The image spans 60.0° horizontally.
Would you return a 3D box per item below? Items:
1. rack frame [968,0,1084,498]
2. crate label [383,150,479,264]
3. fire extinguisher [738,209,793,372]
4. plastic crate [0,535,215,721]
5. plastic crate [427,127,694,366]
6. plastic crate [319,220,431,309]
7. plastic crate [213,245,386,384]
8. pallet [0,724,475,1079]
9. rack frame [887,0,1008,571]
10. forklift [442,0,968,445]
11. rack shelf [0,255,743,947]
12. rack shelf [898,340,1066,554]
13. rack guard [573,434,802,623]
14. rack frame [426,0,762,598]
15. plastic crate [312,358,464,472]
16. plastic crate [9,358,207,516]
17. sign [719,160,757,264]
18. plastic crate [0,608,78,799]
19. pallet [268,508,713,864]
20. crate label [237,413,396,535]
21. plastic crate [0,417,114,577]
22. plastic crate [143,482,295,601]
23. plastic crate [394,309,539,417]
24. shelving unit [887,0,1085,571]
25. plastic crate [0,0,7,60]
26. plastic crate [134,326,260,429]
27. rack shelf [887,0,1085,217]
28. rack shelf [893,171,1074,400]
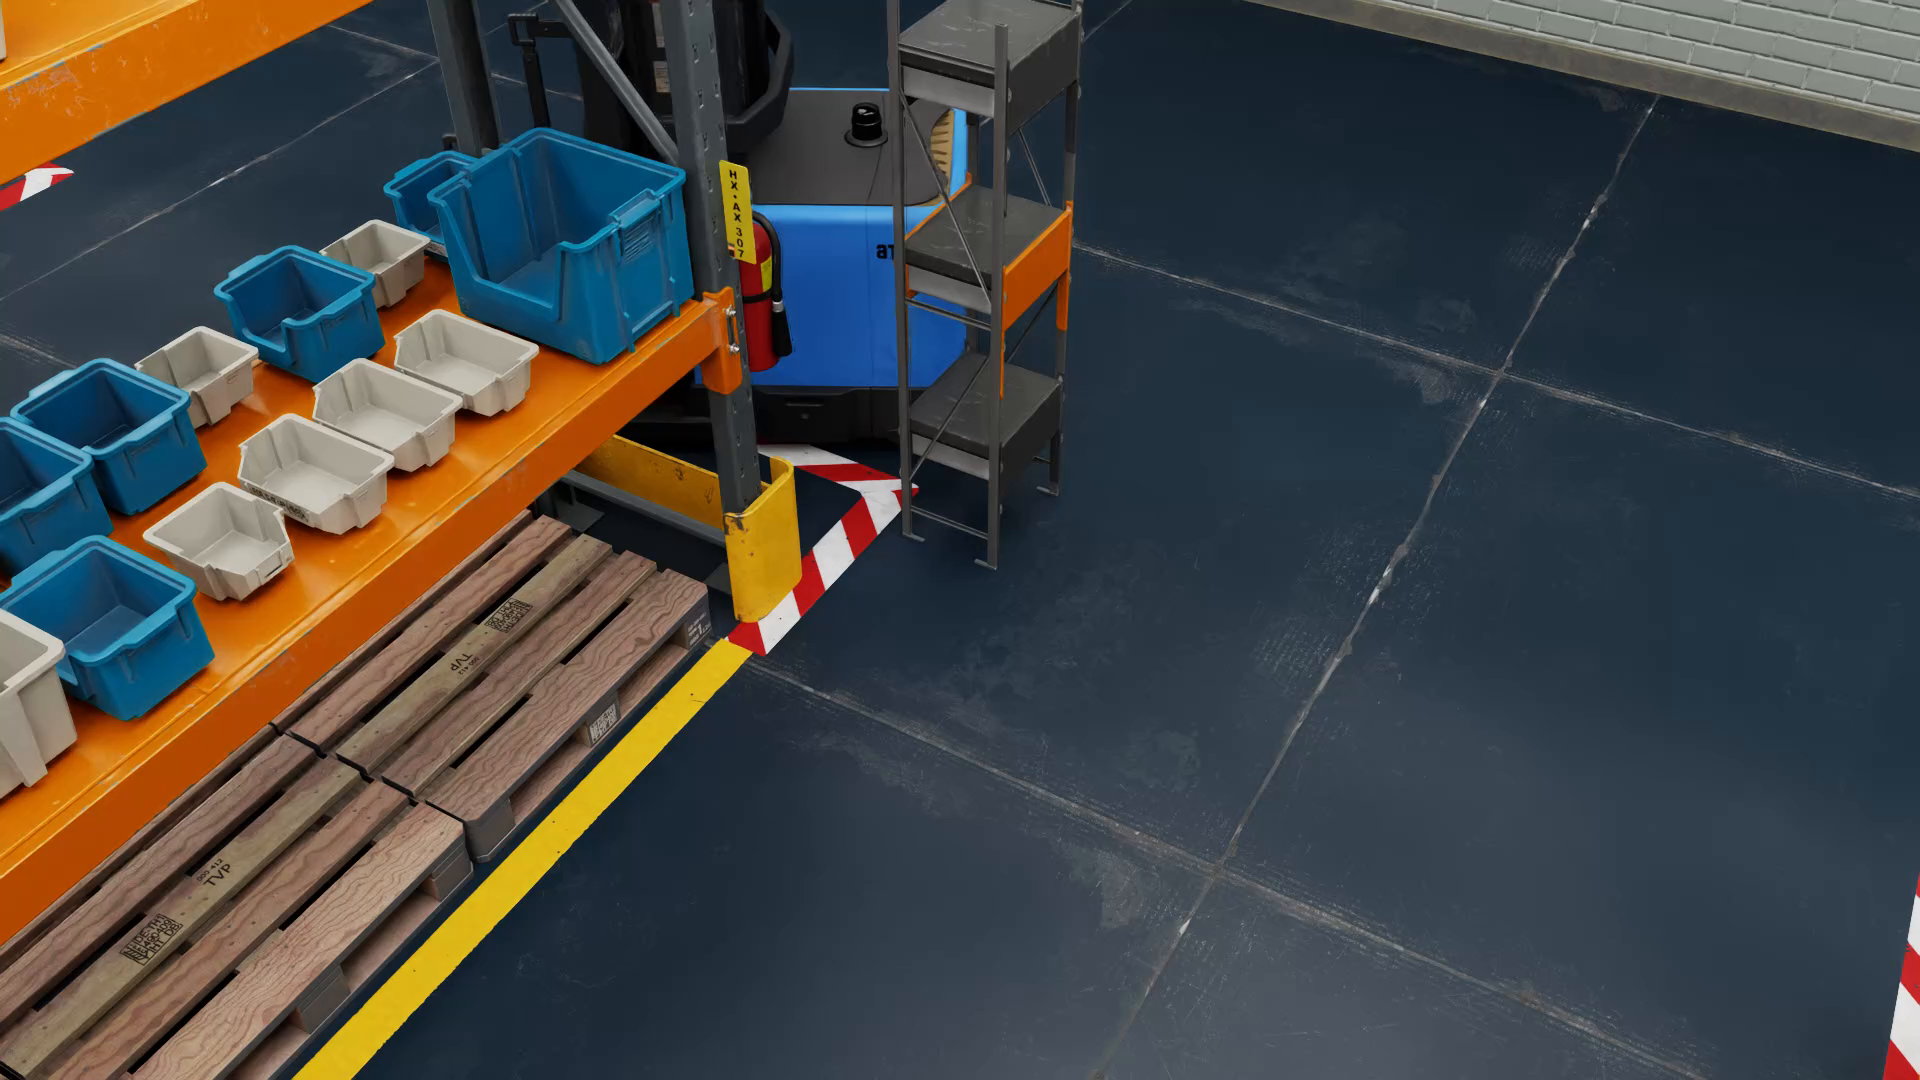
[{"bbox_3d":[0.205,-1.022,5.822,0.400,2.100,0.015,21,45,22],"label":"rack frame"},{"bbox_3d":[-1.556,-1.015,5.214,0.416,0.233,0.303,21,45,22],"label":"crate label"},{"bbox_3d":[-0.678,-0.855,5.292,0.296,0.674,0.183,21,45,22],"label":"fire extinguisher"},{"bbox_3d":[-1.953,0.212,3.821,0.416,0.233,0.300,21,45,22],"label":"plastic crate"},{"bbox_3d":[-1.153,-0.870,4.897,0.616,0.435,0.499,21,45,22],"label":"plastic crate"},{"bbox_3d":[-1.788,-0.823,5.069,0.250,0.136,0.298,21,45,22],"label":"plastic crate"},{"bbox_3d":[-1.885,-0.639,4.787,0.416,0.233,0.300,21,45,22],"label":"plastic crate"},{"bbox_3d":[-2.205,1.113,4.826,1.003,0.211,1.213,21,45,22],"label":"pallet"},{"bbox_3d":[-0.039,-0.743,5.505,0.400,2.100,0.015,21,45,22],"label":"rack frame"},{"bbox_3d":[-1.468,-1.817,6.096,3.031,2.935,1.130,1,41,1],"label":"forklift"},{"bbox_3d":[-2.148,0.326,4.154,1.077,0.370,4.000,21,45,22],"label":"rack shelf"},{"bbox_3d":[0.083,-0.347,6.135,0.431,0.518,0.480,21,45,22],"label":"rack shelf"},{"bbox_3d":[-1.146,-0.168,6.062,1.175,0.500,0.348,21,45,22],"label":"rack guard"},{"bbox_3d":[-1.147,-1.088,5.216,1.000,3.000,0.127,21,45,22],"label":"rack frame"},{"bbox_3d":[-1.556,-0.324,4.502,0.396,0.136,0.243,21,45,22],"label":"plastic crate"},{"bbox_3d":[-2.215,-0.262,4.359,0.416,0.233,0.300,21,45,22],"label":"plastic crate"},{"bbox_3d":[-0.663,-0.977,4.966,0.100,0.325,0.005,21,45,22],"label":"sign"},{"bbox_3d":[-2.225,0.410,3.559,0.437,0.282,0.530,21,45,22],"label":"plastic crate"},{"bbox_3d":[-1.593,0.418,5.616,1.003,0.211,1.213,21,45,22],"label":"pallet"},{"bbox_3d":[-1.674,-0.156,4.312,0.396,0.136,0.243,21,45,22],"label":"crate label"},{"bbox_3d":[-2.365,-0.090,4.164,0.416,0.233,0.300,21,45,22],"label":"plastic crate"},{"bbox_3d":[-1.806,0.019,4.113,0.298,0.136,0.250,21,45,22],"label":"plastic crate"},{"bbox_3d":[-1.398,-0.485,4.685,0.396,0.136,0.243,21,45,22],"label":"plastic crate"},{"bbox_3d":[0.083,-0.883,5.664,0.431,2.100,0.503,21,45,22],"label":"shelving unit"},{"bbox_3d":[-1.966,-0.850,2.876,0.437,0.136,0.530,21,45,22],"label":"plastic crate"},{"bbox_3d":[-2.127,-0.435,4.628,0.250,0.136,0.298,21,45,22],"label":"plastic crate"},{"bbox_3d":[0.083,-1.398,5.210,0.431,0.518,0.480,21,45,22],"label":"rack shelf"},{"bbox_3d":[0.083,-0.872,5.673,0.431,0.518,0.480,21,45,22],"label":"rack shelf"}]
